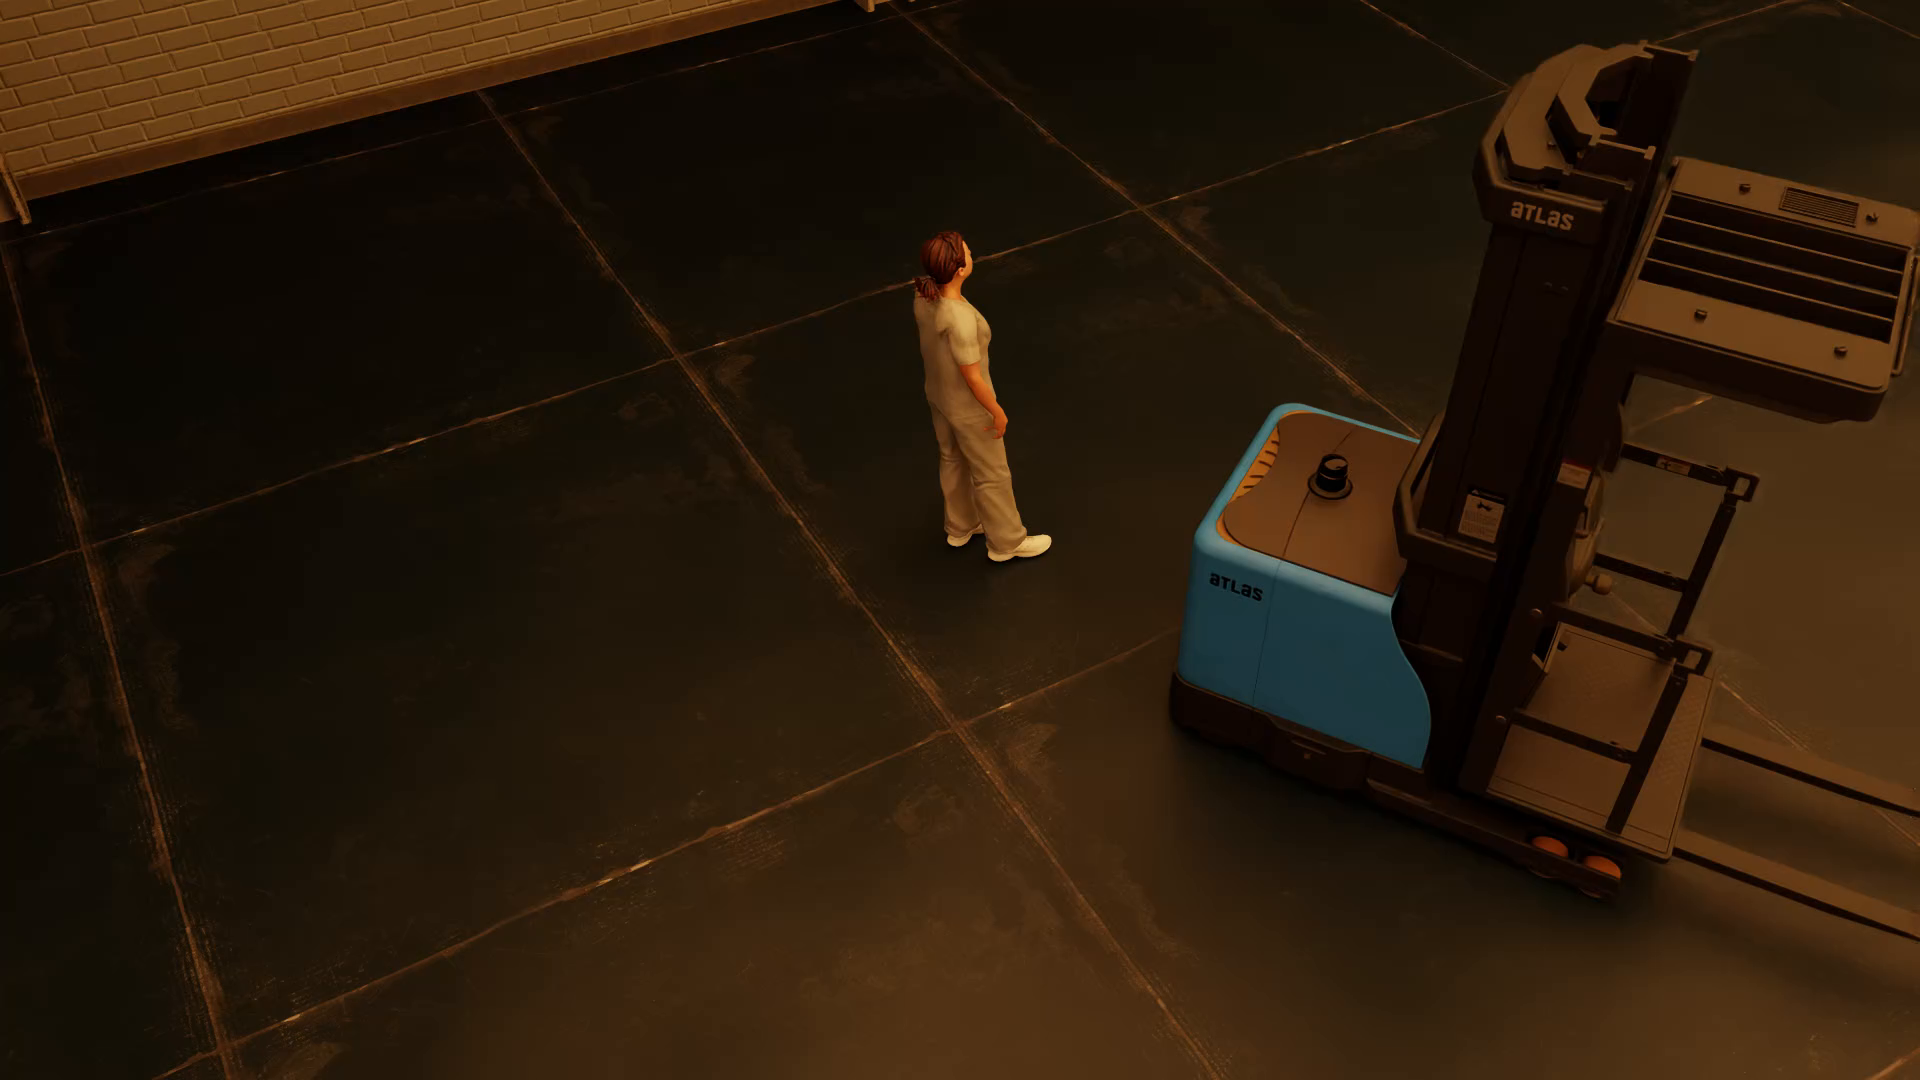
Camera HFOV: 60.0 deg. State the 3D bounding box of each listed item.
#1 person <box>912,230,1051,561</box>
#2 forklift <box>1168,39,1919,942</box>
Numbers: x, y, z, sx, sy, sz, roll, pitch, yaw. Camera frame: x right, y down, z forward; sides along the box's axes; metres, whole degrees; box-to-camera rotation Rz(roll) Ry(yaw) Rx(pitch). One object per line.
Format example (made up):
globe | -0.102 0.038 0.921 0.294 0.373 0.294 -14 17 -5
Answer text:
person | 0.070 -0.637 7.297 0.549 1.675 0.550 -21 47 -21
forklift | 2.422 -0.121 5.828 3.031 2.935 1.130 20 46 20
